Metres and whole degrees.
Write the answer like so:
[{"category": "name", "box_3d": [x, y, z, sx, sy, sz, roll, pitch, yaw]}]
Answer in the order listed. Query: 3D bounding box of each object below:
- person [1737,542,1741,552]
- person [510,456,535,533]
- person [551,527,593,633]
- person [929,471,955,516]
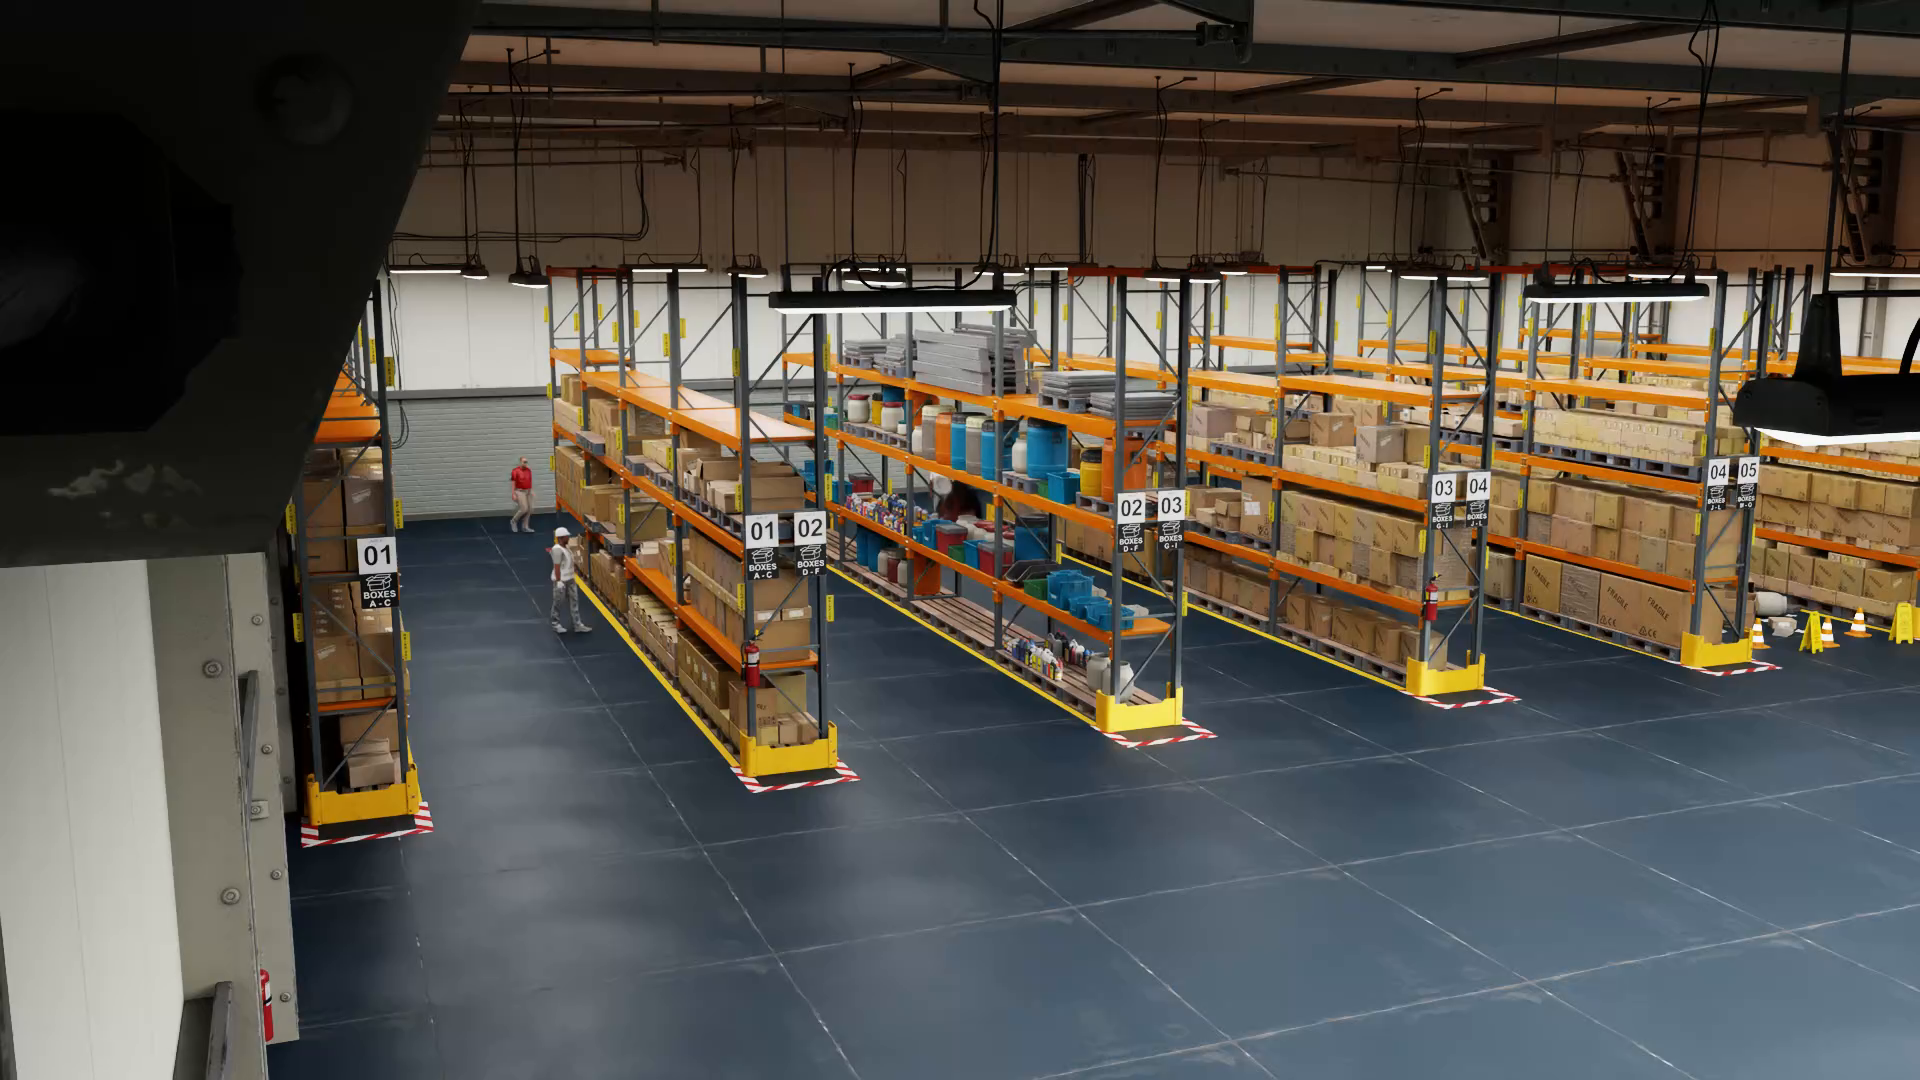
[{"category": "person", "box_3d": [15.665, -0.344, 33.446, 0.516, 1.793, 0.570, 6, 11, 29]}, {"category": "person", "box_3d": [-9.833, -1.025, 37.421, 0.503, 1.721, 0.557, 4, 11, 22]}, {"category": "person", "box_3d": [-6.523, 0.678, 27.613, 0.671, 1.780, 0.538, 4, 11, 24]}, {"category": "person", "box_3d": [-0.429, -1.025, 37.524, 0.611, 1.805, 0.385, 7, 12, 35]}]
